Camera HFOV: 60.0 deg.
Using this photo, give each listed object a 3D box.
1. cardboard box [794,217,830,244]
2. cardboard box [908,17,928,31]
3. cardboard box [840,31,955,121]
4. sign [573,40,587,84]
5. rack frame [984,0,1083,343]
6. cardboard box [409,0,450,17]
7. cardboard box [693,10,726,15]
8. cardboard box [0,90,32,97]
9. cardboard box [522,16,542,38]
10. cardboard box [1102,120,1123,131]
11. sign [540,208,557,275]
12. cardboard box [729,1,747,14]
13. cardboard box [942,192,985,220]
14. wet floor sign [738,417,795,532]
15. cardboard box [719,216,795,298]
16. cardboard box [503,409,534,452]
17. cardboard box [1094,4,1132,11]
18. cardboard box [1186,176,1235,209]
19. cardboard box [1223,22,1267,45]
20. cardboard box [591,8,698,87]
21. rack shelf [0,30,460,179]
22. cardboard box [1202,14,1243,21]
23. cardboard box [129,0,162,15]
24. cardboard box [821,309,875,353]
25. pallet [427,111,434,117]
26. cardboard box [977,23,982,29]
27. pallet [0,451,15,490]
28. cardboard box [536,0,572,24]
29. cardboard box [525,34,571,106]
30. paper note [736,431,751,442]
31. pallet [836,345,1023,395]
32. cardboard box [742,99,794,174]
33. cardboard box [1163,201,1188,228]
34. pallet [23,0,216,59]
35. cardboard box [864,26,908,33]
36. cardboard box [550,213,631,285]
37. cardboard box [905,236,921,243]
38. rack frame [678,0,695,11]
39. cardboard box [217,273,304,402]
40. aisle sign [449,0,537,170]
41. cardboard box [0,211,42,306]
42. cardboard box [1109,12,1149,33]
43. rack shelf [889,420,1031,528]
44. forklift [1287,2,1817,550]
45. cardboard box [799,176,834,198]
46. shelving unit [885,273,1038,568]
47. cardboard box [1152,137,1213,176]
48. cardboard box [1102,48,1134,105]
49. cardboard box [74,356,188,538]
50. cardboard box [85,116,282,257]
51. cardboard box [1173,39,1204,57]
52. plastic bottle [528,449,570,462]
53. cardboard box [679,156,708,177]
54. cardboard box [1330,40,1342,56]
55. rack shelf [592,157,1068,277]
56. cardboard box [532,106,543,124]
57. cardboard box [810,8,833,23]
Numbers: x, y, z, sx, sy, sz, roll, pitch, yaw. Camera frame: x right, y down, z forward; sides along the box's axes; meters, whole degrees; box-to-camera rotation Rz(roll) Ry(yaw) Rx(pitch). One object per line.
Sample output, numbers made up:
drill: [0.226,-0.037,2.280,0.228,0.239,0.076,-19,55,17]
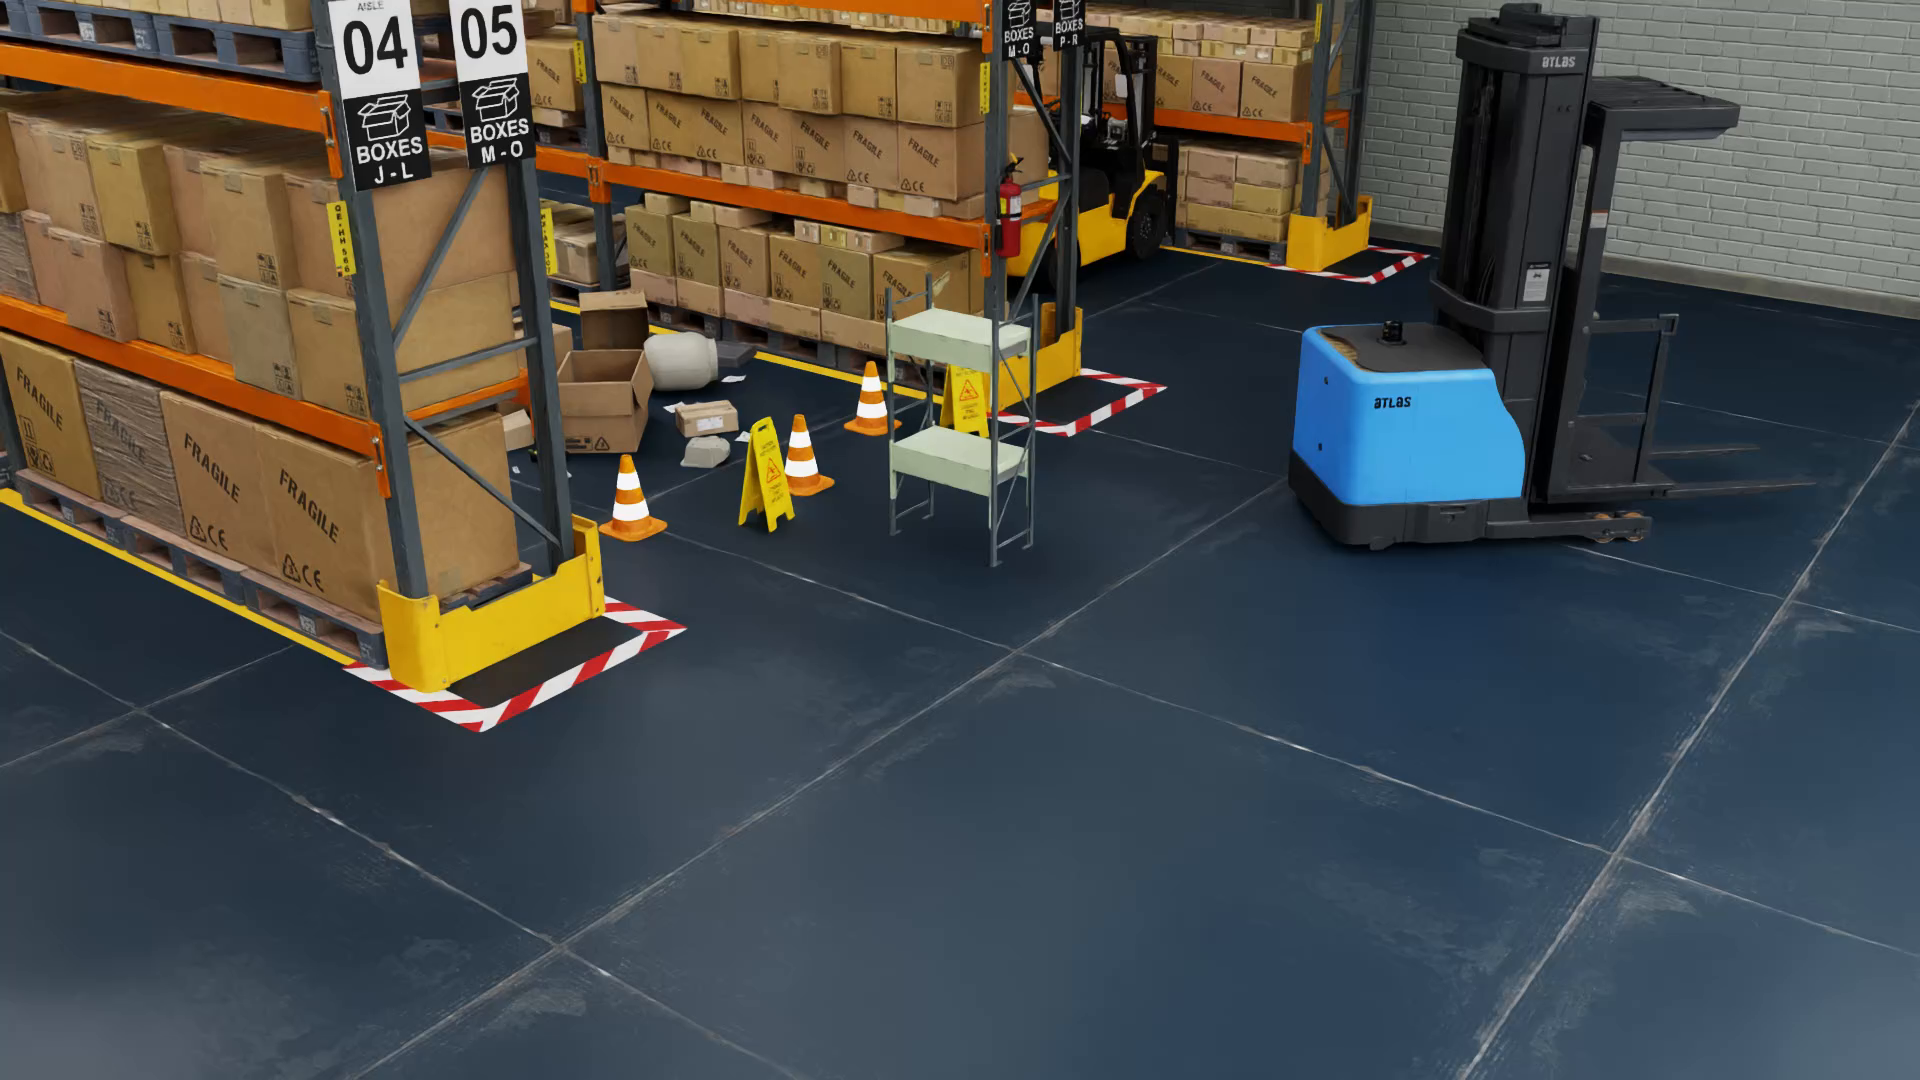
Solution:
cardboard box: [-1.027,-2.353,12.525,0.250,0.149,0.380,18,30,35]
cardboard box: [-0.338,-5.456,17.484,0.250,0.149,0.380,16,29,33]
cardboard box: [-0.427,-3.293,11.772,0.500,0.500,0.700,17,29,34]
sign: [-3.018,-3.793,13.203,0.005,0.325,0.100,17,29,33]
rack frame: [0.513,-2.476,11.650,0.127,3.000,1.000,17,29,33]
cardboard box: [-2.457,-2.537,7.733,0.250,0.149,0.380,17,29,34]
cardboard box: [-2.721,-5.979,19.166,0.500,0.250,0.500,17,29,33]
cardboard box: [-5.976,-2.443,10.211,0.500,0.500,0.700,16,29,32]
cardboard box: [-3.752,-4.316,14.006,0.250,0.149,0.380,16,28,32]
cardboard box: [1.607,-4.136,17.067,0.500,0.250,0.500,17,29,34]
sign: [-2.037,-1.465,8.182,0.005,0.325,0.100,17,29,33]
cardboard box: [-2.401,-6.066,18.868,0.250,0.149,0.380,18,29,35]
cardboard box: [0.086,-2.383,11.749,0.250,0.149,0.380,18,29,35]
wet floor sign: [-1.164,-0.409,9.878,0.232,0.644,0.267,12,26,24]
cardboard box: [-1.528,-2.239,13.071,0.500,0.500,0.500,19,30,36]
cardboard box: [-3.095,-0.749,11.121,0.396,0.266,0.258,-21,31,-39]
cardboard box: [1.552,-5.302,16.765,0.250,0.149,0.380,16,29,32]
cardboard box: [2.515,-3.383,15.977,0.500,0.250,0.500,16,29,33]
cardboard box: [2.633,-4.680,15.354,0.250,0.149,0.380,18,29,34]
cardboard box: [-2.466,-3.907,13.163,0.500,0.500,0.700,16,29,33]
rack shelf: [-3.975,-2.382,8.607,4.000,0.370,1.077,17,29,33]
cardboard box: [2.523,-4.961,15.992,0.250,0.149,0.380,18,29,35]
cardboard box: [-3.659,-2.568,7.804,0.250,0.149,0.380,16,29,33]
cardboard box: [-0.705,-1.647,12.656,0.500,0.250,0.500,17,29,33]
pallet: [-5.254,-4.185,15.766,1.003,0.211,1.213,17,29,33]
cardboard box: [0.384,-5.226,16.963,0.250,0.149,0.380,16,29,32]
pallet: [-6.238,-0.708,11.095,1.213,0.211,1.003,17,29,33]
cardboard box: [-4.820,-6.714,20.623,0.500,0.500,0.700,17,29,33]
cardboard box: [-3.592,-3.975,14.037,0.500,0.500,0.500,17,29,34]
paper note: [-1.437,-0.704,11.310,0.142,0.019,0.148,7,25,15]
pallet: [-0.176,-1.426,12.725,1.213,0.211,1.003,17,29,33]
cardboard box: [-1.277,-3.074,12.513,0.500,0.500,0.500,17,29,34]
cardboard box: [2.135,-3.271,16.344,0.500,0.250,0.500,17,29,34]
pallet: [-3.955,-2.658,8.451,1.213,0.211,1.003,17,29,33]
cardboard box: [-0.676,-5.364,17.771,0.500,0.250,0.500,16,28,32]
cardboard box: [-3.109,-2.559,14.576,0.625,0.372,0.950,17,29,34]
cardboard box: [-0.407,-2.168,12.910,0.500,0.500,0.500,16,28,31]
rack frame: [-2.914,-6.013,19.677,0.127,3.000,1.000,17,29,33]
cardboard box: [-3.152,-1.124,8.396,0.550,0.550,0.875,17,29,33]
aisle sign: [-2.138,-2.124,7.626,0.004,0.787,0.394,17,29,33]
cardboard box: [-5.273,-1.805,9.941,0.550,0.550,0.875,17,29,33]
cardboard box: [1.652,-5.011,16.106,0.250,0.149,0.380,17,29,33]
rack shelf: [0.005,-0.386,9.575,0.720,0.370,0.431,17,29,33]
forklift: [3.599,-1.532,9.593,3.031,2.935,1.130,-3,24,-7]
cardboard box: [-0.980,-2.669,12.400,0.250,0.149,0.380,16,29,33]
shelving unit: [0.005,-0.685,9.444,0.755,1.500,0.431,17,29,33]
cardboard box: [2.110,-3.721,16.125,0.500,0.250,0.500,17,29,34]
cardboard box: [1.707,-4.529,16.185,0.500,0.500,0.500,17,29,34]
cardboard box: [-4.391,-0.650,9.620,0.875,0.875,0.875,17,29,34]
cardboard box: [-4.013,-1.888,8.790,0.500,0.550,0.875,17,29,33]
cardboard box: [2.215,-4.662,15.683,0.250,0.149,0.380,16,28,32]
plastic bottle: [-2.726,-0.554,10.932,0.283,0.061,0.133,7,25,15]
cardboard box: [-1.987,-2.979,13.103,0.250,0.149,0.380,18,29,35]
cardboard box: [3.371,-4.587,15.512,0.250,0.149,0.380,16,28,32]
rack shelf: [-1.087,-2.631,12.892,4.000,0.370,1.077,17,29,33]
cardboard box: [-3.465,-3.625,14.049,0.250,0.149,0.380,16,28,32]
cardboard box: [-1.419,-5.738,18.124,0.250,0.149,0.380,16,28,32]
